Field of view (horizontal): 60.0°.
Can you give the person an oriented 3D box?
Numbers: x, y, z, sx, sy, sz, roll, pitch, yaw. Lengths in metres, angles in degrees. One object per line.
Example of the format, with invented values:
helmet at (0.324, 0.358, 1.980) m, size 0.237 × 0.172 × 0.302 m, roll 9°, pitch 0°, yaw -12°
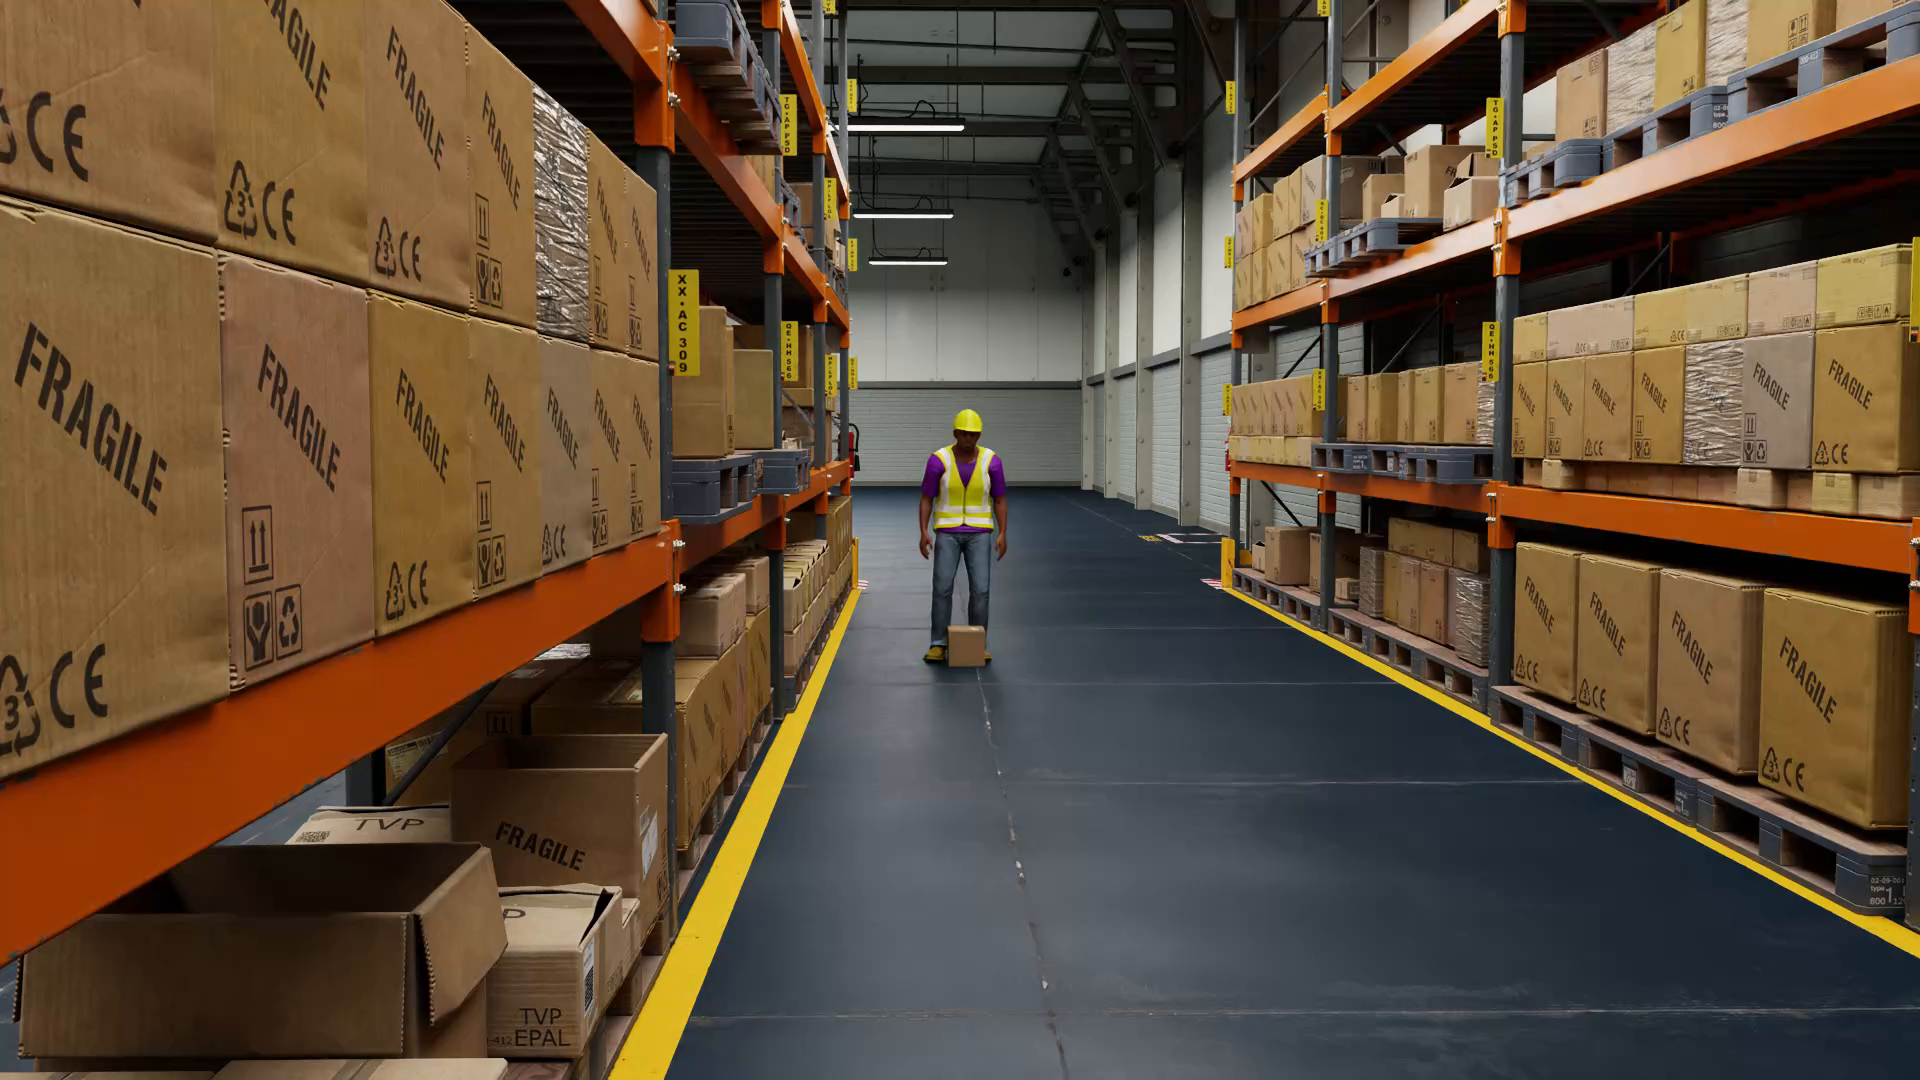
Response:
person at (0.025, -0.034, 11.634) m, size 0.625 × 1.759 × 0.463 m, roll 0°, pitch 4°, yaw -4°
